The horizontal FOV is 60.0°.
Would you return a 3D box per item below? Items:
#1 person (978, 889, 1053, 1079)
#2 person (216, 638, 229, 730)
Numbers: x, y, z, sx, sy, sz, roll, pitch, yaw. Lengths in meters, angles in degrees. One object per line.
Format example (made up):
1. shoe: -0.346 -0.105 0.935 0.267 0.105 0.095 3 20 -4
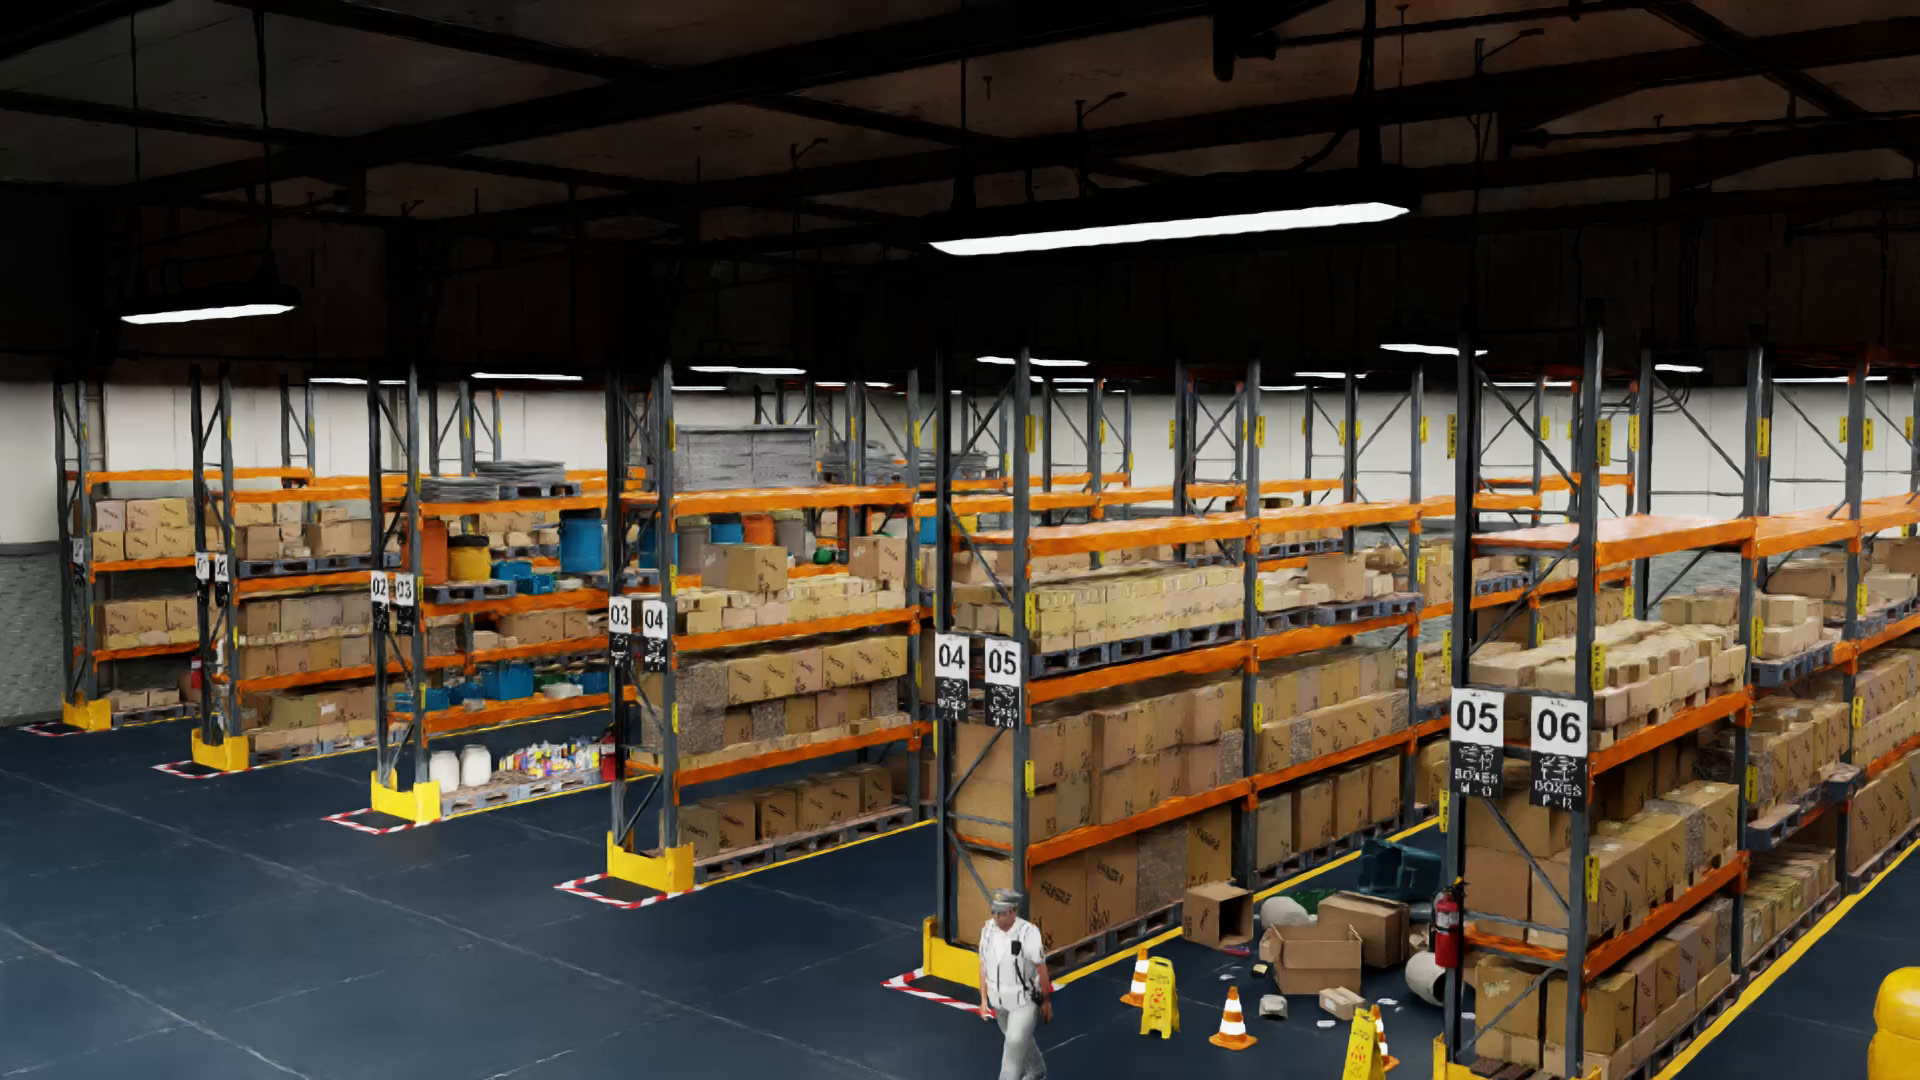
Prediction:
1. person: 0.358 3.408 12.401 0.545 1.671 1.116 3 5 38
2. person: -12.132 2.249 27.827 0.520 1.788 0.656 1 4 12
